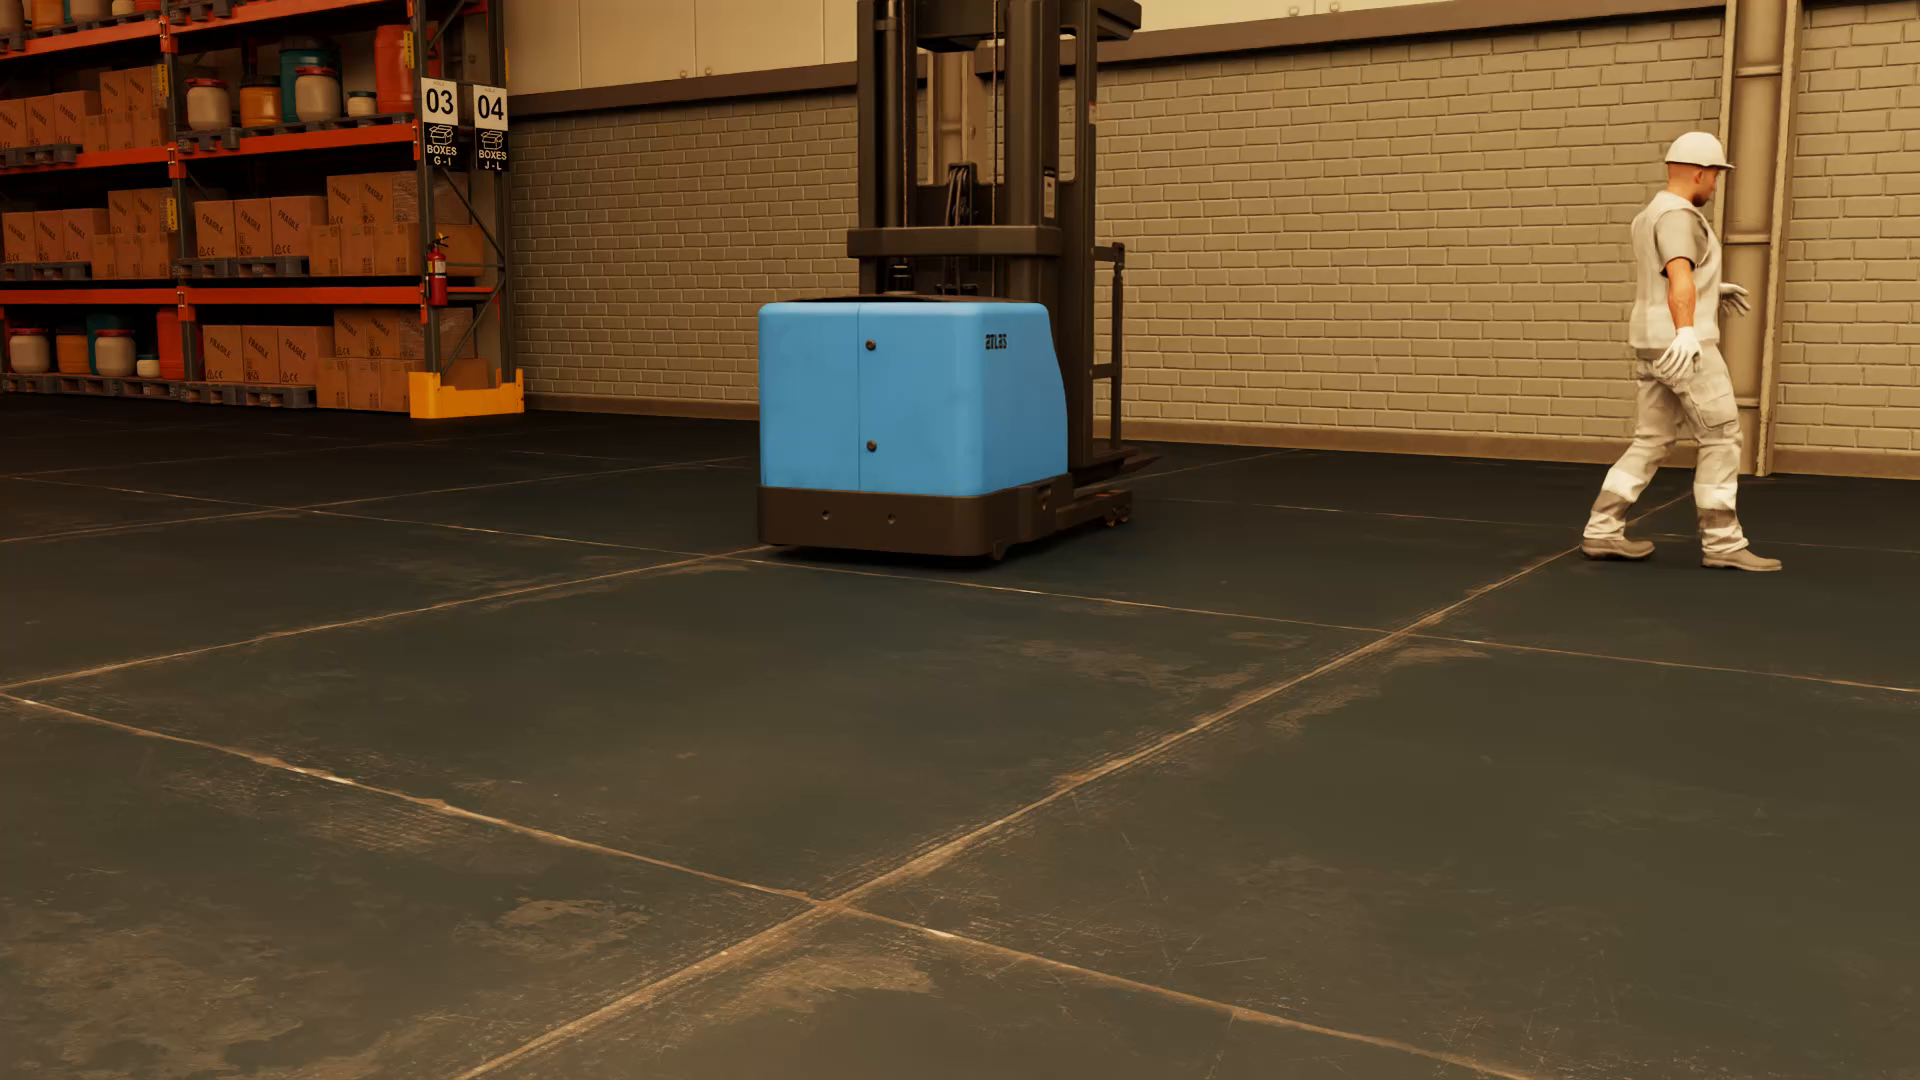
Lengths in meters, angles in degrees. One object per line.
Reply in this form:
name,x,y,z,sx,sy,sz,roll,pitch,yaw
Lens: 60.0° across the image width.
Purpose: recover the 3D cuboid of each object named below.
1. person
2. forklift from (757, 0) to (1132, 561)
person,2.995,-0.793,6.759,0.751,1.696,1.001,1,8,4
forklift,0.206,-1.534,7.977,1.130,2.935,3.031,4,9,24
